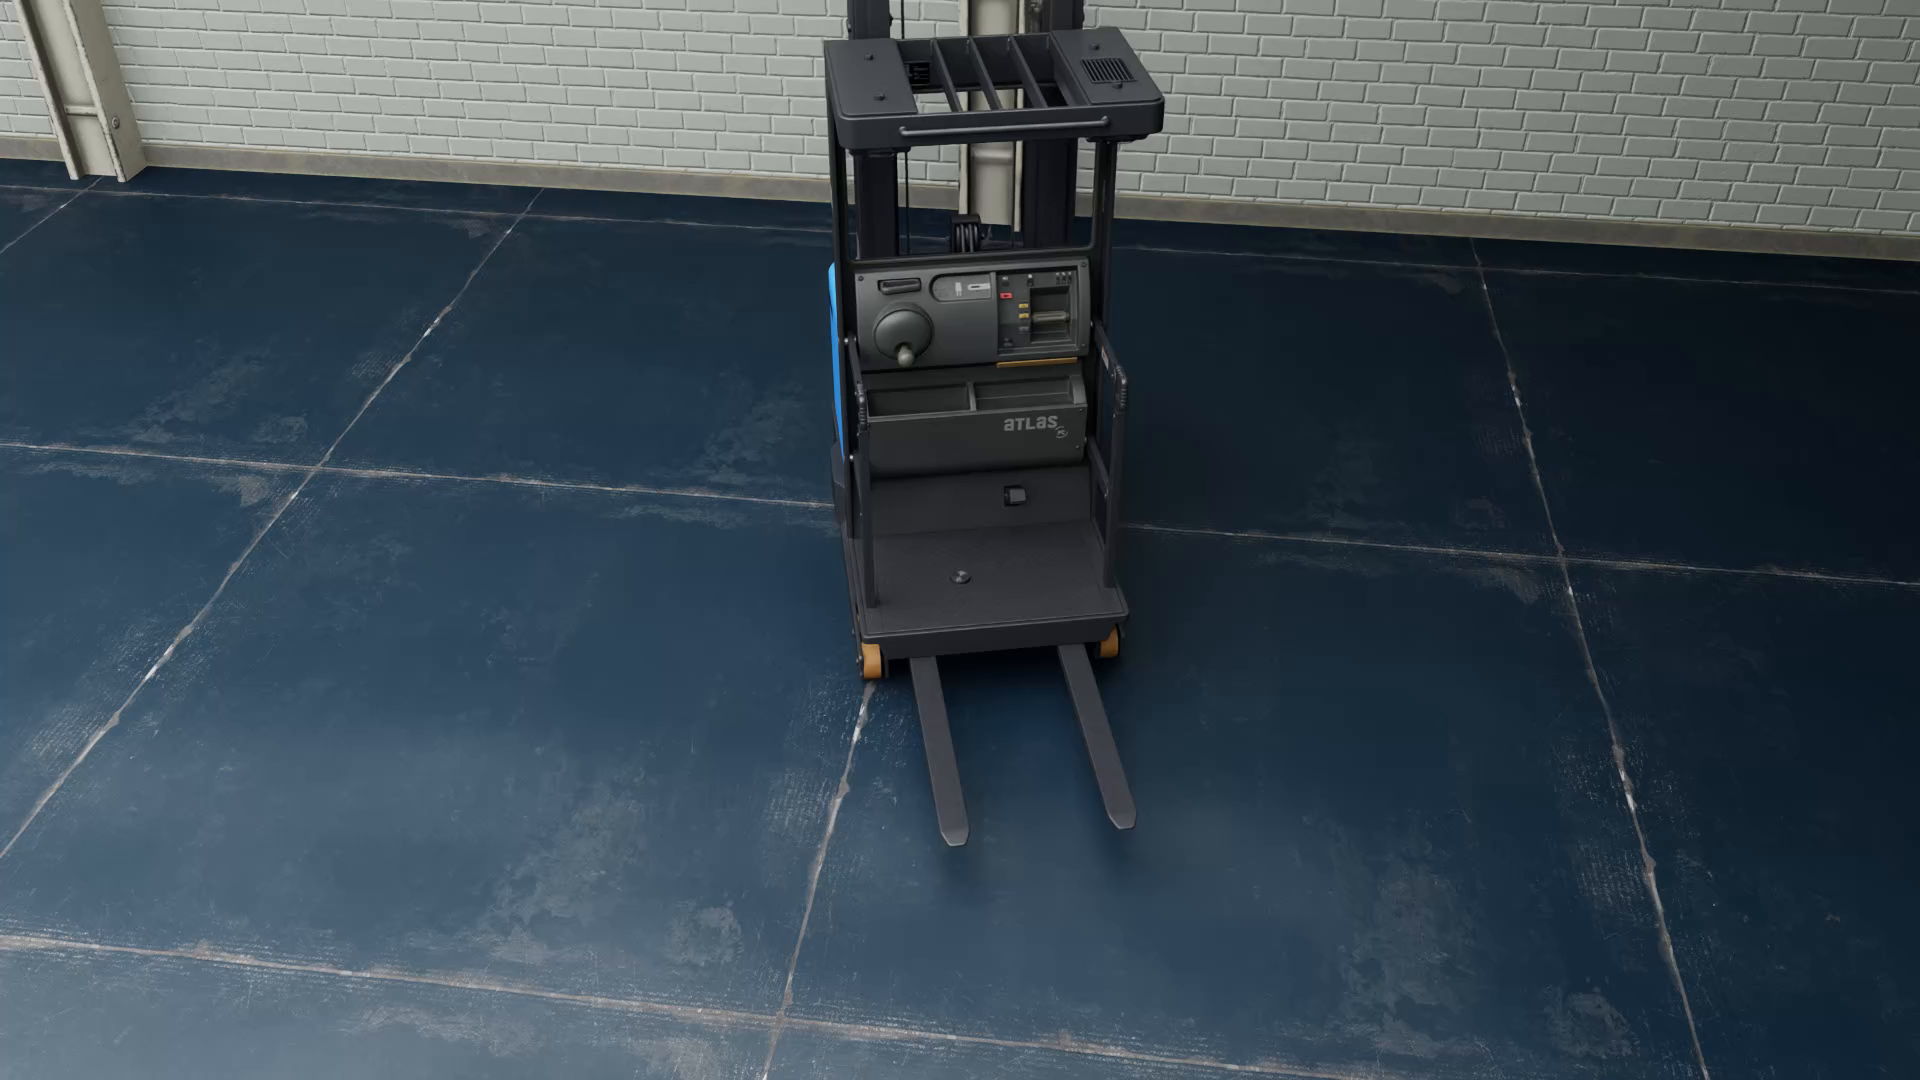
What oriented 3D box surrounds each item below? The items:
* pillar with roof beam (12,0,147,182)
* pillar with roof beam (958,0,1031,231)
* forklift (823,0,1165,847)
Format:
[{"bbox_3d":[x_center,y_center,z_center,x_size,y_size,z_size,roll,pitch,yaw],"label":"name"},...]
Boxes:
[{"bbox_3d":[-6.293,-3.675,5.152,0.400,9.000,9.100,4,36,6],"label":"pillar with roof beam"},{"bbox_3d":[-0.342,-3.231,4.530,0.400,9.000,9.100,4,36,6],"label":"pillar with roof beam"},{"bbox_3d":[0.086,-0.831,6.391,1.130,2.935,3.031,-5,36,-6],"label":"forklift"}]
